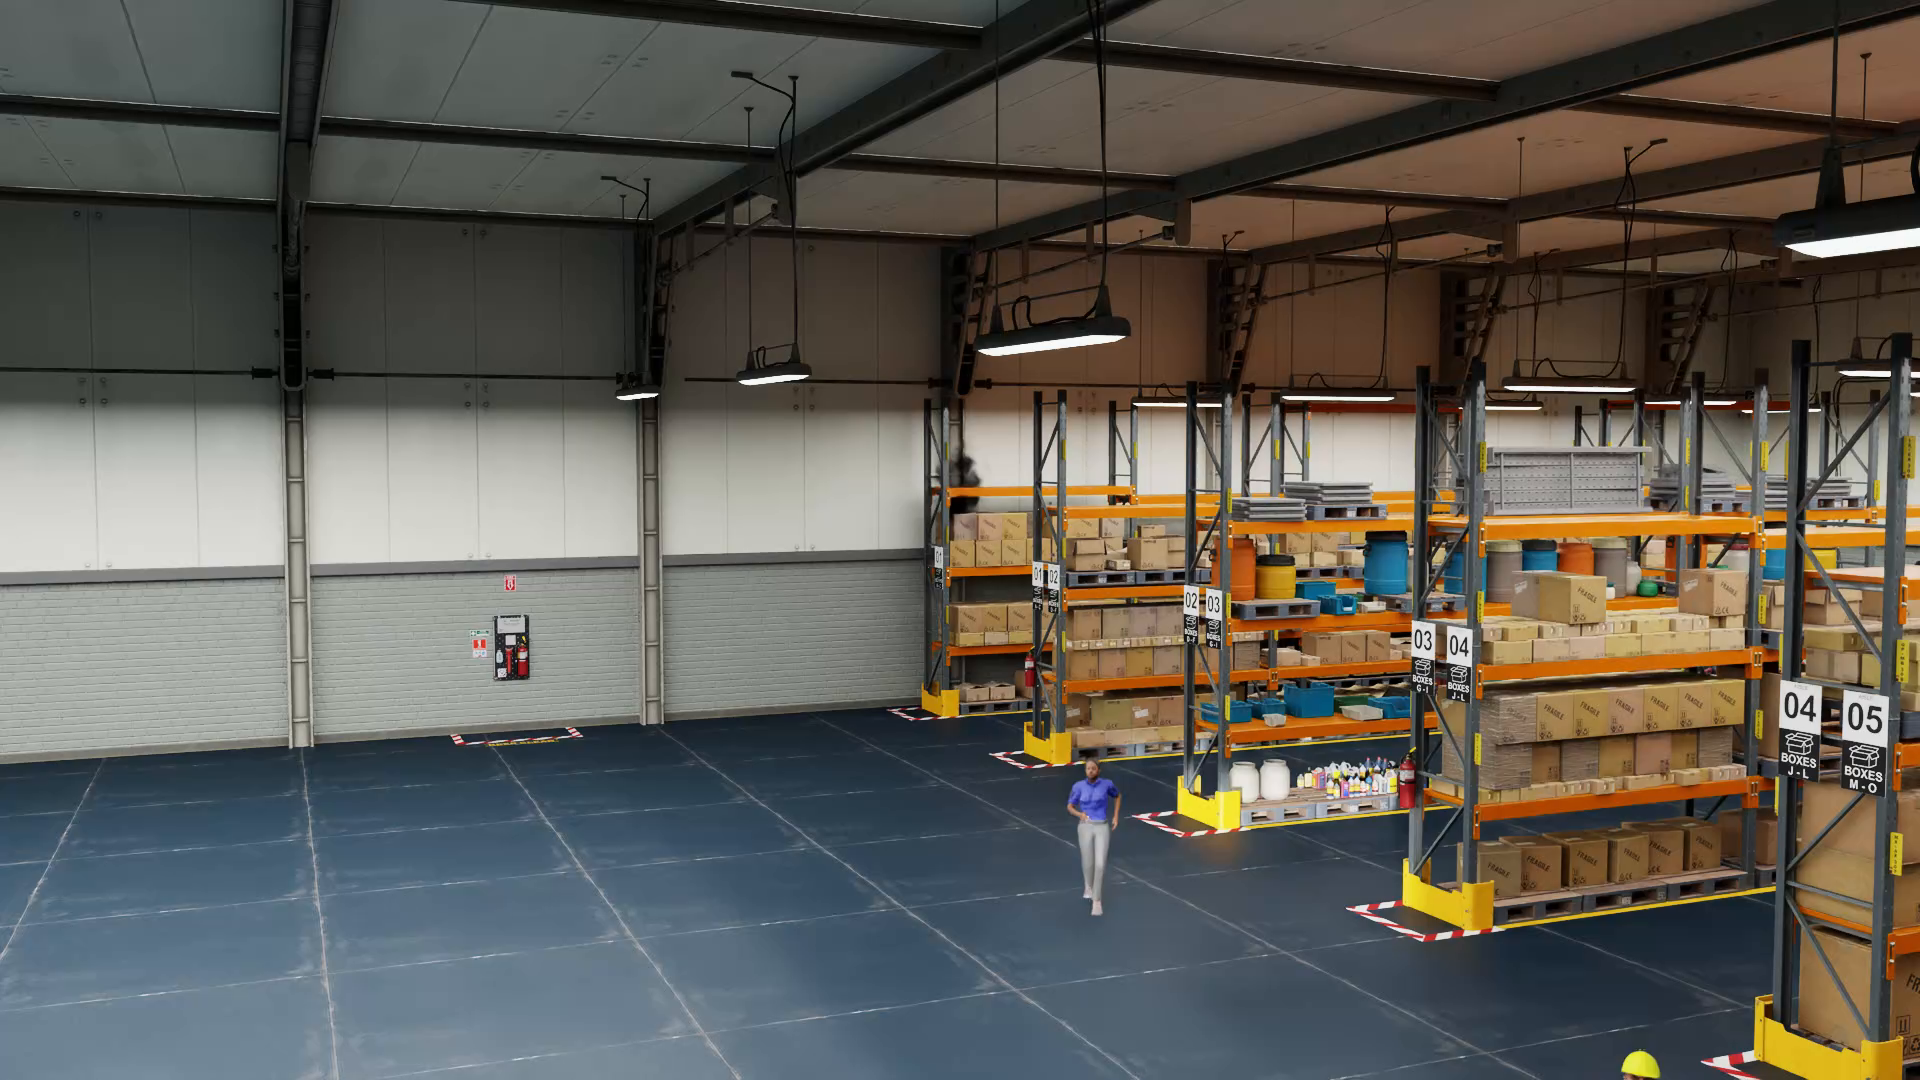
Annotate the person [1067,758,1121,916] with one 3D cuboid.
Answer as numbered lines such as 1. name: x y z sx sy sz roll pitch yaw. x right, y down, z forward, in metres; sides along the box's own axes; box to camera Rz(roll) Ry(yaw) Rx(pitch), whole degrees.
1. person: 1.484 3.316 18.477 0.581 1.605 0.759 1 3 11

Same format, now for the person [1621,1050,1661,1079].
1. person: 3.857 3.751 9.417 0.748 1.728 0.591 1 4 24
